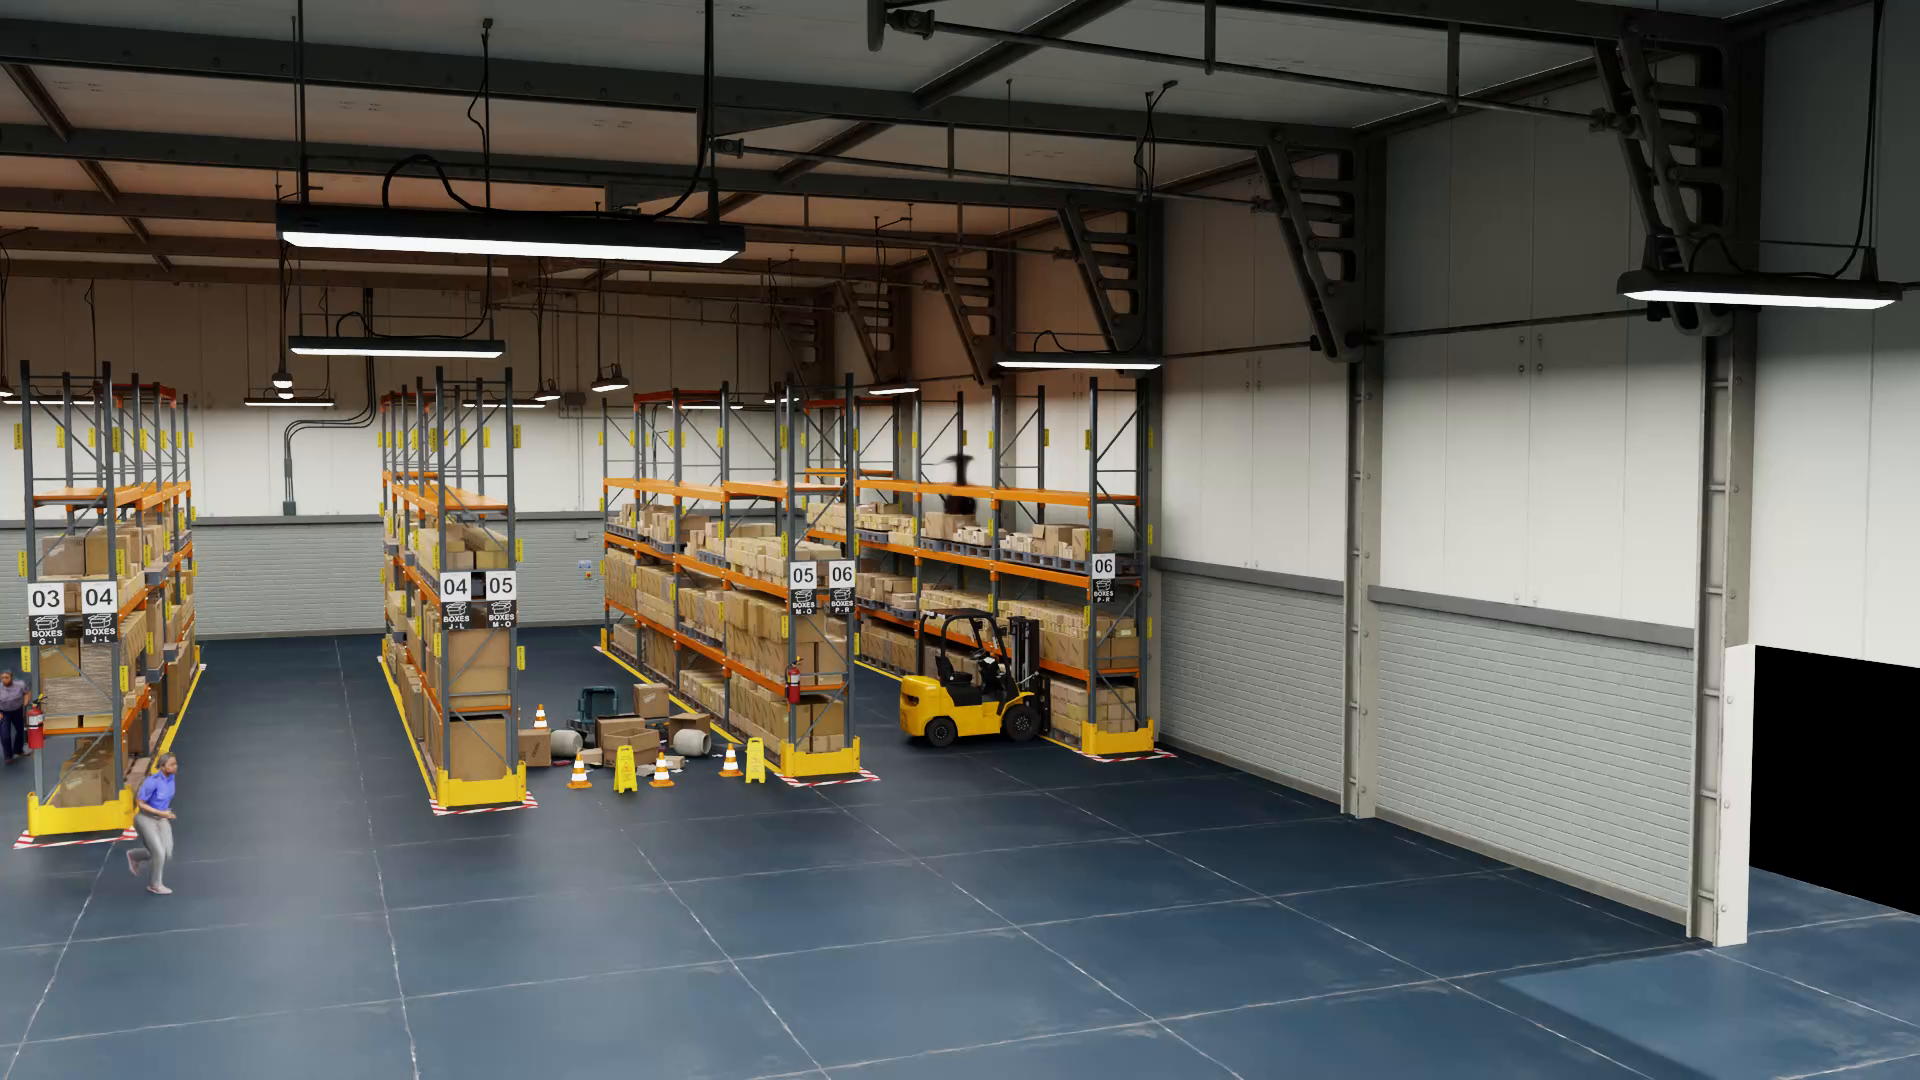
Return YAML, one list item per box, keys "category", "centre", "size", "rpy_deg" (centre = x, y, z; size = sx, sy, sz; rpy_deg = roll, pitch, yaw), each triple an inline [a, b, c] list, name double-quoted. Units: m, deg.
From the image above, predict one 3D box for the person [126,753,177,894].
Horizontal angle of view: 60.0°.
- category: "person"
  centre: [-8.917, 3.137, 18.349]
  size: [0.689, 1.578, 0.560]
  rpy_deg: [1, 4, 18]

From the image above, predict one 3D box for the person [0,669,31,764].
- category: "person"
  centre: [-14.721, 2.711, 25.793]
  size: [0.655, 1.491, 0.826]
  rpy_deg: [-3, 5, -44]
